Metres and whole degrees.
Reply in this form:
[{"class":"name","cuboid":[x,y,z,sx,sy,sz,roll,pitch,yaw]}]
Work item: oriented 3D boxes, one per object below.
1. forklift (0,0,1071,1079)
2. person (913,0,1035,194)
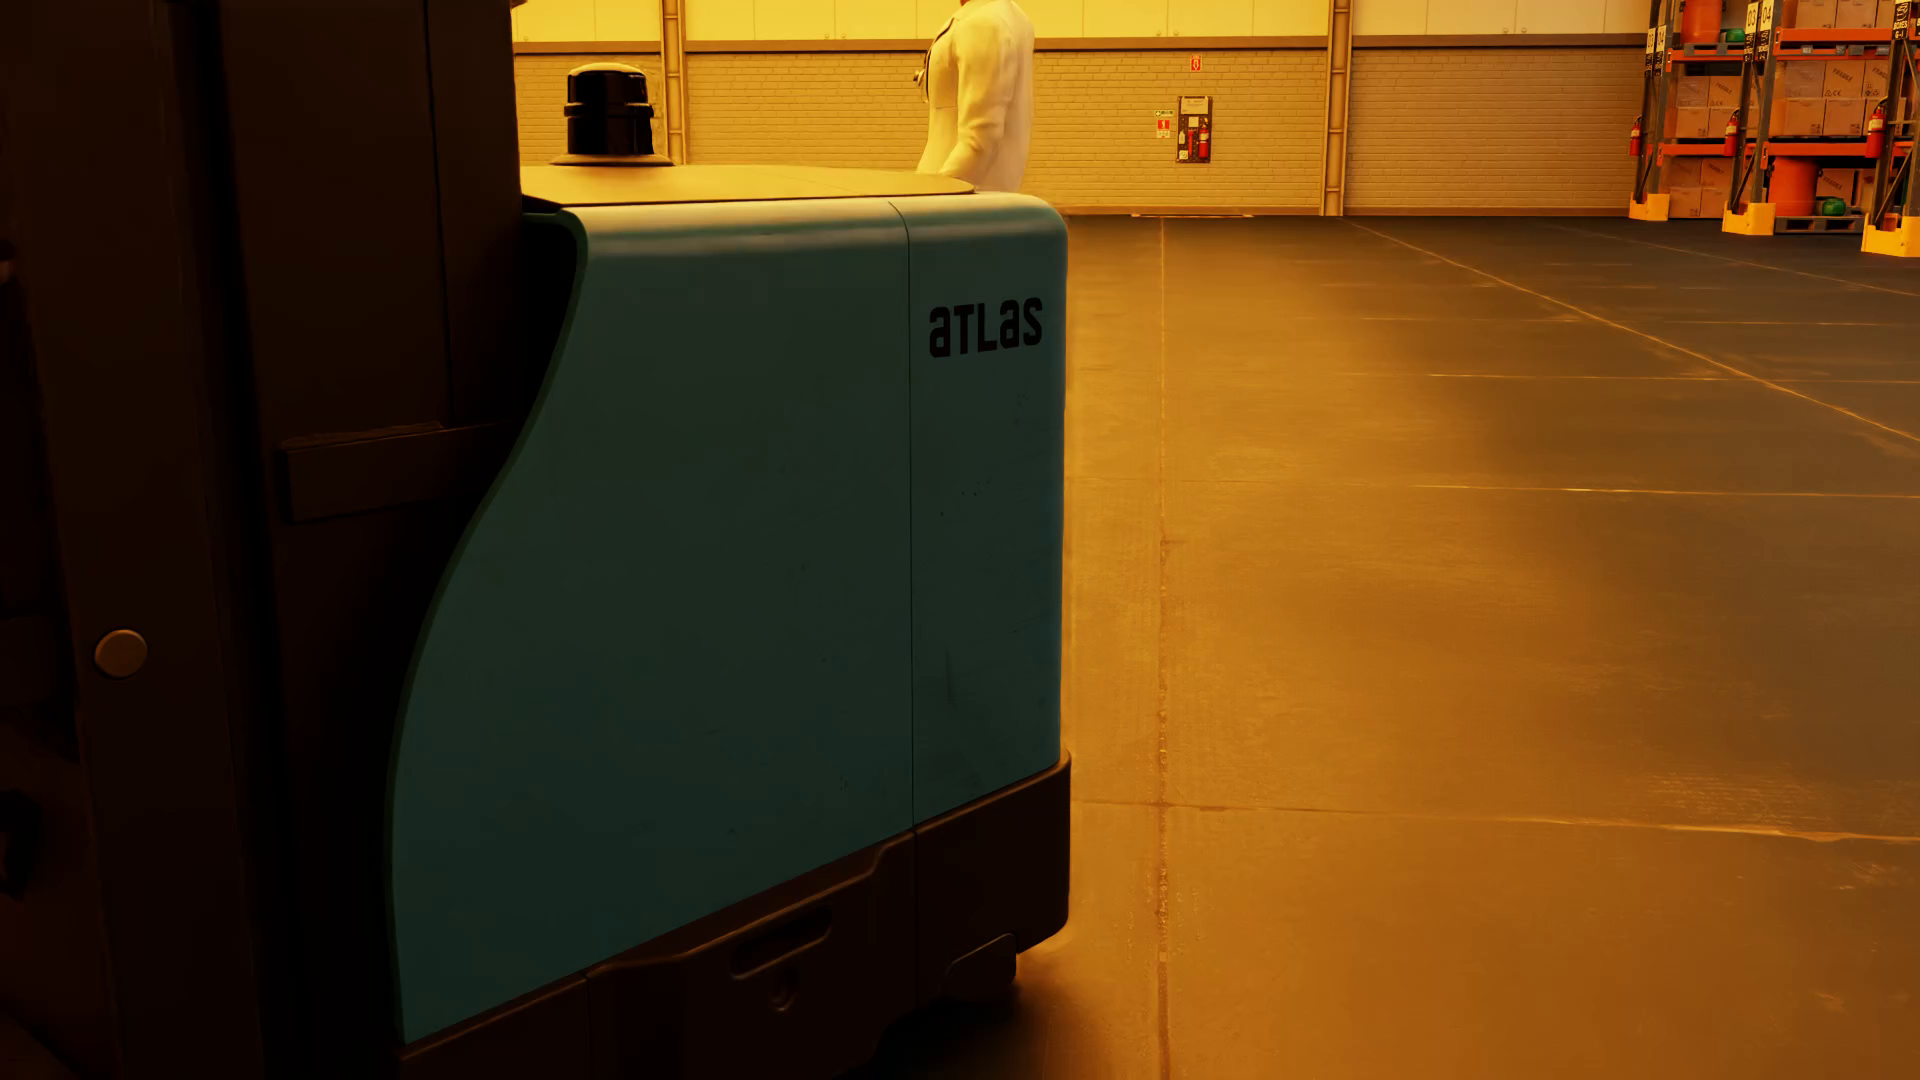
[{"class":"forklift","cuboid":[-1.203,-0.651,1.294,1.130,2.935,3.031,11,17,40]},{"class":"person","cuboid":[-0.089,-0.876,4.758,0.582,1.775,0.696,2,13,7]}]
